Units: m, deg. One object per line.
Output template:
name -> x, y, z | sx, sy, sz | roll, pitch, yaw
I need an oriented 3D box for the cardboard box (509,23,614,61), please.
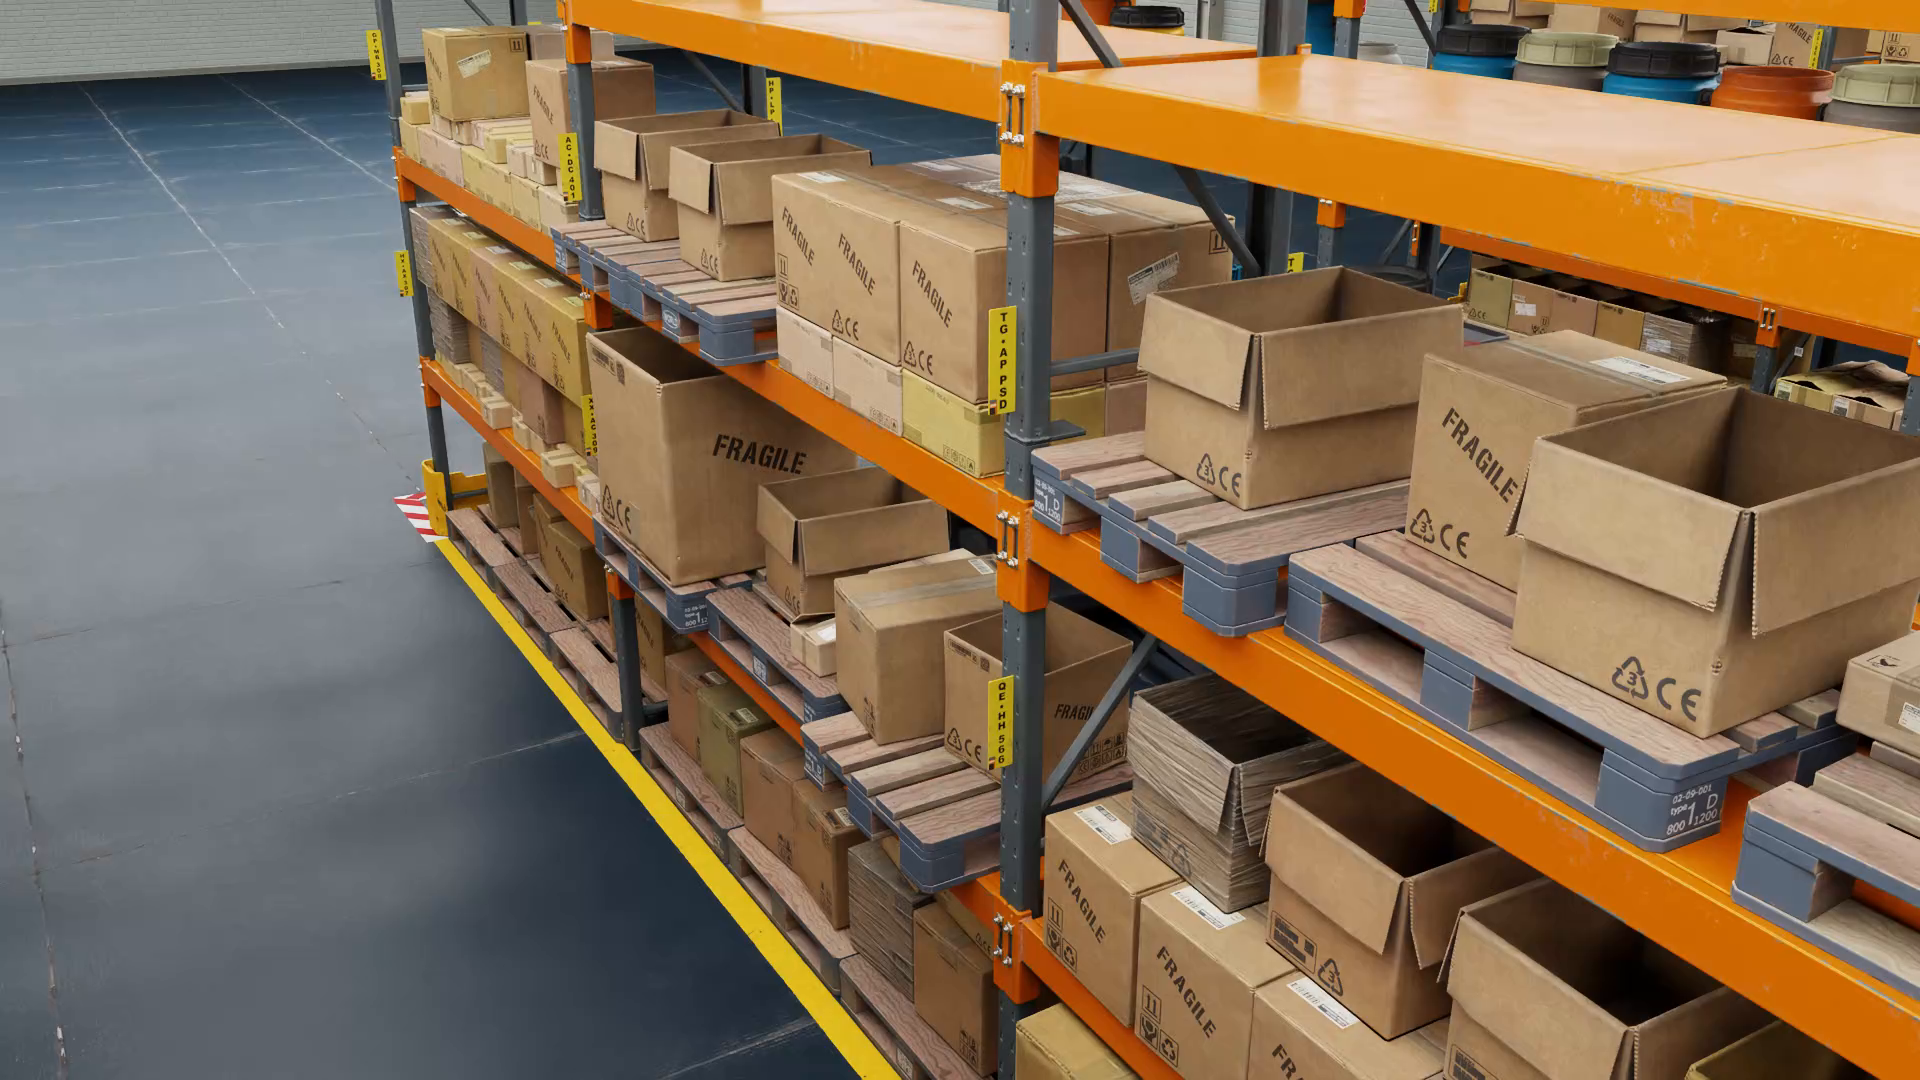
cardboard box -> -2.480, -2.952, 10.414 | 0.500, 0.500, 0.500 | -13, 25, -28

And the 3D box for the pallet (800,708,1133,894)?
pallet -> 0.142, 0.869, 6.445 | 1.213, 0.211, 1.003 | -13, 25, -28

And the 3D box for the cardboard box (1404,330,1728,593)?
cardboard box -> 1.487, -0.194, 4.131 | 0.500, 0.500, 0.500 | -11, 25, -25

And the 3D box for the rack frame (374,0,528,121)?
rack frame -> -3.489, -4.379, 11.133 | 1.000, 3.000, 0.127 | -13, 25, -28

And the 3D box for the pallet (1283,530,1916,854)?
pallet -> 1.545, 0.248, 3.985 | 1.003, 0.211, 1.213 | -11, 25, -26

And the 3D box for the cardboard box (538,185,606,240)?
cardboard box -> -1.903, -1.722, 8.780 | 0.500, 0.250, 0.500 | -12, 25, -26

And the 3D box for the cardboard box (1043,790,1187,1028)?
cardboard box -> 0.612, 1.154, 5.357 | 0.500, 0.500, 0.500 | -12, 25, -27

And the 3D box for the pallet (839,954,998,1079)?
pallet -> 0.199, 2.029, 7.040 | 1.003, 0.211, 1.213 | -13, 25, -28

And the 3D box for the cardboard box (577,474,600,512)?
cardboard box -> -1.928, -0.284, 9.360 | 0.380, 0.149, 0.250 | -13, 25, -28

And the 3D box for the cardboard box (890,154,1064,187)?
cardboard box -> 0.059, -1.205, 6.513 | 0.500, 0.500, 0.500 | -13, 26, -30

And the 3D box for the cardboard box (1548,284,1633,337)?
cardboard box -> 5.876, -2.069, 15.517 | 0.500, 0.500, 0.500 | -13, 25, -28

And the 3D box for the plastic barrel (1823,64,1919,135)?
plastic barrel -> 4.622, -1.892, 8.333 | 0.600, 0.901, 0.600 | 0, 22, 0

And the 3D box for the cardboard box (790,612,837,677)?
cardboard box -> -0.487, 0.370, 7.038 | 0.396, 0.266, 0.258 | -13, 26, -30

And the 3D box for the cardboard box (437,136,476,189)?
cardboard box -> -2.947, -2.387, 10.416 | 0.500, 0.250, 0.500 | -13, 25, -28

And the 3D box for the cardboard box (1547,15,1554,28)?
cardboard box -> 5.844, -4.761, 15.513 | 0.500, 0.250, 0.500 | -13, 25, -28

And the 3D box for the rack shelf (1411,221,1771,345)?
rack shelf -> 6.050, -2.523, 15.490 | 1.077, 0.370, 4.000 | -13, 25, -28

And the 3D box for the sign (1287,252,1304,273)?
sign -> 1.078, -0.780, 5.471 | 0.100, 0.325, 0.005 | -13, 25, -28

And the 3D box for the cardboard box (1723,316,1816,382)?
cardboard box -> 7.104, -1.687, 14.577 | 0.500, 0.500, 0.500 | -13, 25, -28

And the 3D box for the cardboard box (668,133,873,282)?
cardboard box -> -0.809, -1.461, 7.243 | 0.797, 0.503, 0.637 | -11, 25, -26

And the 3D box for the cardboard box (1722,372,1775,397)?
cardboard box -> 7.096, -1.338, 14.714 | 0.500, 0.250, 0.500 | -13, 25, -28

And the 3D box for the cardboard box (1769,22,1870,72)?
cardboard box -> 7.042, -4.118, 13.599 | 0.500, 0.500, 0.500 | -10, 24, -24

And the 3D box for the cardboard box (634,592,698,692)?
cardboard box -> -1.616, 0.522, 9.806 | 0.500, 0.500, 0.500 | -13, 26, -30

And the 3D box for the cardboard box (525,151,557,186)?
cardboard box -> -2.121, -2.028, 9.003 | 0.380, 0.149, 0.250 | -14, 26, -31

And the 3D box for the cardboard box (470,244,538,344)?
cardboard box -> -2.676, -1.531, 10.238 | 0.500, 0.500, 0.500 | -13, 25, -28

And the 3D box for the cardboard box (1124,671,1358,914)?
cardboard box -> 0.957, 0.719, 5.094 | 0.797, 0.503, 0.637 | -12, 25, -26

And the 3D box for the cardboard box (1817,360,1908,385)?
cardboard box -> 7.525, -1.313, 13.908 | 0.500, 0.311, 0.500 | -13, 25, -28

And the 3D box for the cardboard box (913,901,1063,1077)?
cardboard box -> 0.238, 1.731, 6.804 | 0.700, 0.500, 0.500 | -14, 26, -31

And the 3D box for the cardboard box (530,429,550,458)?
cardboard box -> -2.405, -0.615, 10.176 | 0.380, 0.149, 0.250 | -13, 25, -28

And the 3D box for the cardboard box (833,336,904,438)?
cardboard box -> -0.122, -0.595, 6.006 | 0.500, 0.250, 0.500 | -13, 25, -28

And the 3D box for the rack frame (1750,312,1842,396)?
rack frame -> 7.072, -2.209, 13.762 | 1.000, 3.000, 0.127 | -13, 25, -28

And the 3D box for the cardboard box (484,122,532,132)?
cardboard box -> -2.600, -2.389, 9.891 | 0.380, 0.149, 0.250 | -14, 26, -30

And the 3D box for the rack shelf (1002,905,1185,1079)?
rack shelf -> 1.619, 1.971, 4.434 | 1.077, 0.370, 4.000 | -13, 25, -28

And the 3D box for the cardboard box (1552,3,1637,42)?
cardboard box -> 5.642, -4.609, 14.807 | 0.500, 0.500, 0.500 | -13, 25, -28

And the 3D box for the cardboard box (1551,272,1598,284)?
cardboard box -> 6.082, -2.335, 16.170 | 0.500, 0.500, 0.500 | -13, 25, -28

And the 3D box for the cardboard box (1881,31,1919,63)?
cardboard box -> 7.353, -3.864, 12.495 | 0.500, 0.500, 0.500 | -12, 25, -28

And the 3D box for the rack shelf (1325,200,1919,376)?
rack shelf -> 3.834, -1.666, 9.399 | 1.077, 0.370, 4.000 | -13, 25, -28

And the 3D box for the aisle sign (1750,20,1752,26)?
aisle sign -> 8.991, -5.628, 18.721 | 0.394, 0.787, 0.004 | -13, 25, -28

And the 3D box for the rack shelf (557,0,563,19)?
rack shelf -> -2.468, -3.396, 9.677 | 1.077, 0.370, 4.000 | -13, 25, -28

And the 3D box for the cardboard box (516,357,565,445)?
cardboard box -> -2.190, -0.957, 10.155 | 0.875, 0.500, 0.500 | -13, 25, -28

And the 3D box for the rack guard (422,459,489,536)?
rack guard -> -3.451, -0.417, 12.673 | 1.175, 0.500, 0.348 | -13, 25, -28

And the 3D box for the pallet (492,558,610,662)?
pallet -> -2.447, 0.381, 11.093 | 1.003, 0.211, 1.213 | -13, 25, -28

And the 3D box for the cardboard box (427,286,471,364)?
cardboard box -> -3.232, -1.600, 11.737 | 0.875, 0.500, 0.500 | -13, 25, -28

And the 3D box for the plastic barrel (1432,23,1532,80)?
plastic barrel -> 3.258, -2.756, 10.460 | 0.600, 0.901, 0.708 | -13, 25, -28

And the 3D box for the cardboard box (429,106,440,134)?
cardboard box -> -3.185, -2.708, 10.677 | 0.380, 0.149, 0.250 | -12, 25, -26

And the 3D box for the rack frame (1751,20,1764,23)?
rack frame -> 9.286, -7.237, 18.165 | 1.000, 3.000, 0.127 | -13, 25, -28

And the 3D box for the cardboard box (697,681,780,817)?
cardboard box -> -0.924, 1.011, 8.577 | 0.700, 0.500, 0.500 | -13, 25, -29

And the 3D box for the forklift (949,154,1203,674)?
forklift -> 0.551, -0.854, 10.519 | 1.130, 2.935, 3.031 | -9, 24, -21

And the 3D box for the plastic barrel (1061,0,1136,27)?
plastic barrel -> 1.126, -4.202, 13.555 | 0.600, 0.830, 0.708 | -13, 25, -28

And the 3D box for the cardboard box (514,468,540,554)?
cardboard box -> -2.850, -0.244, 11.689 | 0.500, 0.500, 0.500 | -6, 23, -14

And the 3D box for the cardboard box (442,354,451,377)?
cardboard box -> -3.438, -1.260, 11.762 | 0.380, 0.149, 0.250 | -13, 25, -28

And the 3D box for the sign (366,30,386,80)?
sign -> -3.956, -3.290, 11.277 | 0.100, 0.325, 0.005 | -13, 25, -28

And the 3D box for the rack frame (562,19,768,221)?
rack frame -> -1.446, -3.084, 7.948 | 1.000, 3.000, 0.127 | -13, 25, -28

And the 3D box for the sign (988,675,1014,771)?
sign -> 0.135, 0.598, 5.424 | 0.100, 0.325, 0.005 | -13, 25, -28

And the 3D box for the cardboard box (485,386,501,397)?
cardboard box -> -2.905, -0.942, 10.978 | 0.380, 0.149, 0.250 | -13, 25, -28

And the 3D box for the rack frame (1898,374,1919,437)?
rack frame -> 4.855, 0.038, 8.235 | 1.000, 3.000, 0.127 | -13, 25, -28
